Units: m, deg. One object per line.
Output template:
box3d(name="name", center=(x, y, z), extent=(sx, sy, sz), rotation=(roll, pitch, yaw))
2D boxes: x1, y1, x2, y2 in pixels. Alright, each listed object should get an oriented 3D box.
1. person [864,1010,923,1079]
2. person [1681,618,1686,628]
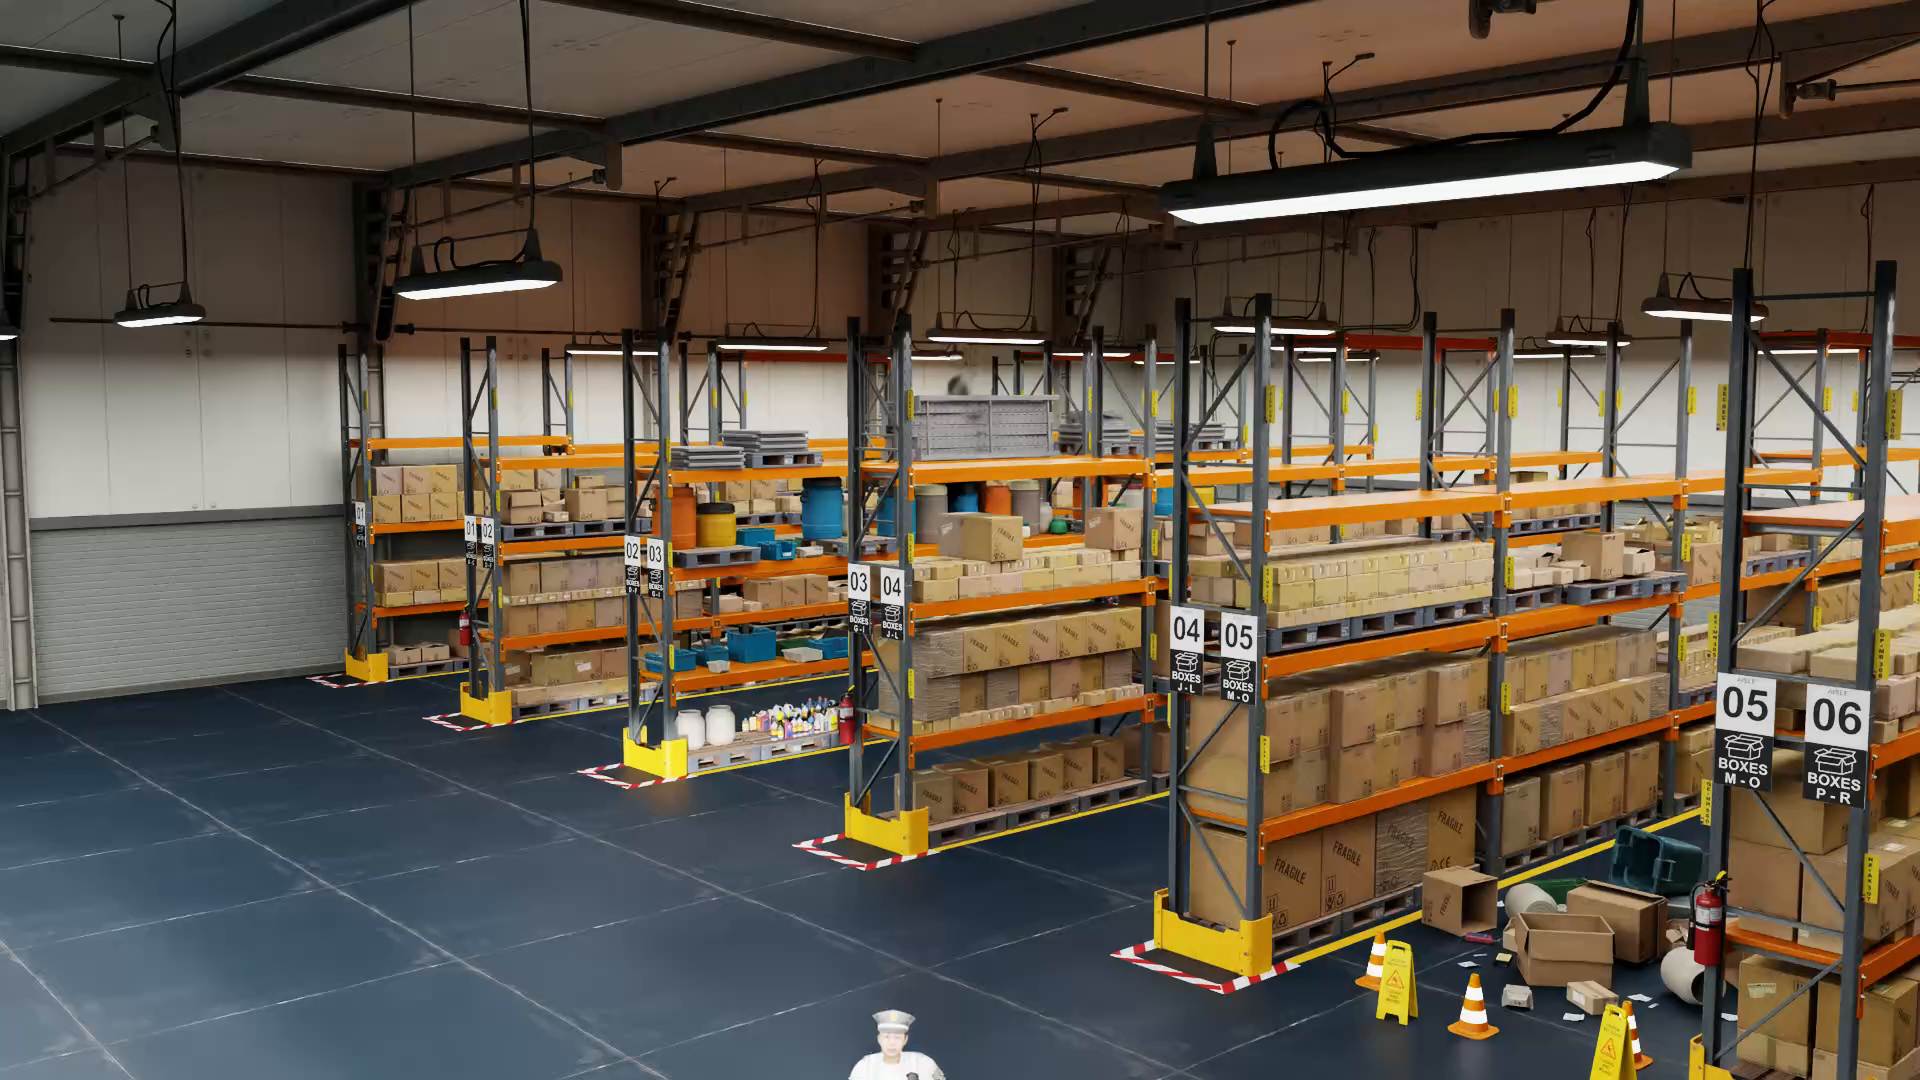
box3d(name="person", center=(-0.337, 3.492, 9.504), extent=(0.502, 1.664, 0.537), rotation=(0, 5, 1))
box3d(name="person", center=(10.878, 2.037, 25.150), extent=(0.806, 1.734, 0.736), rotation=(-3, 6, -32))
